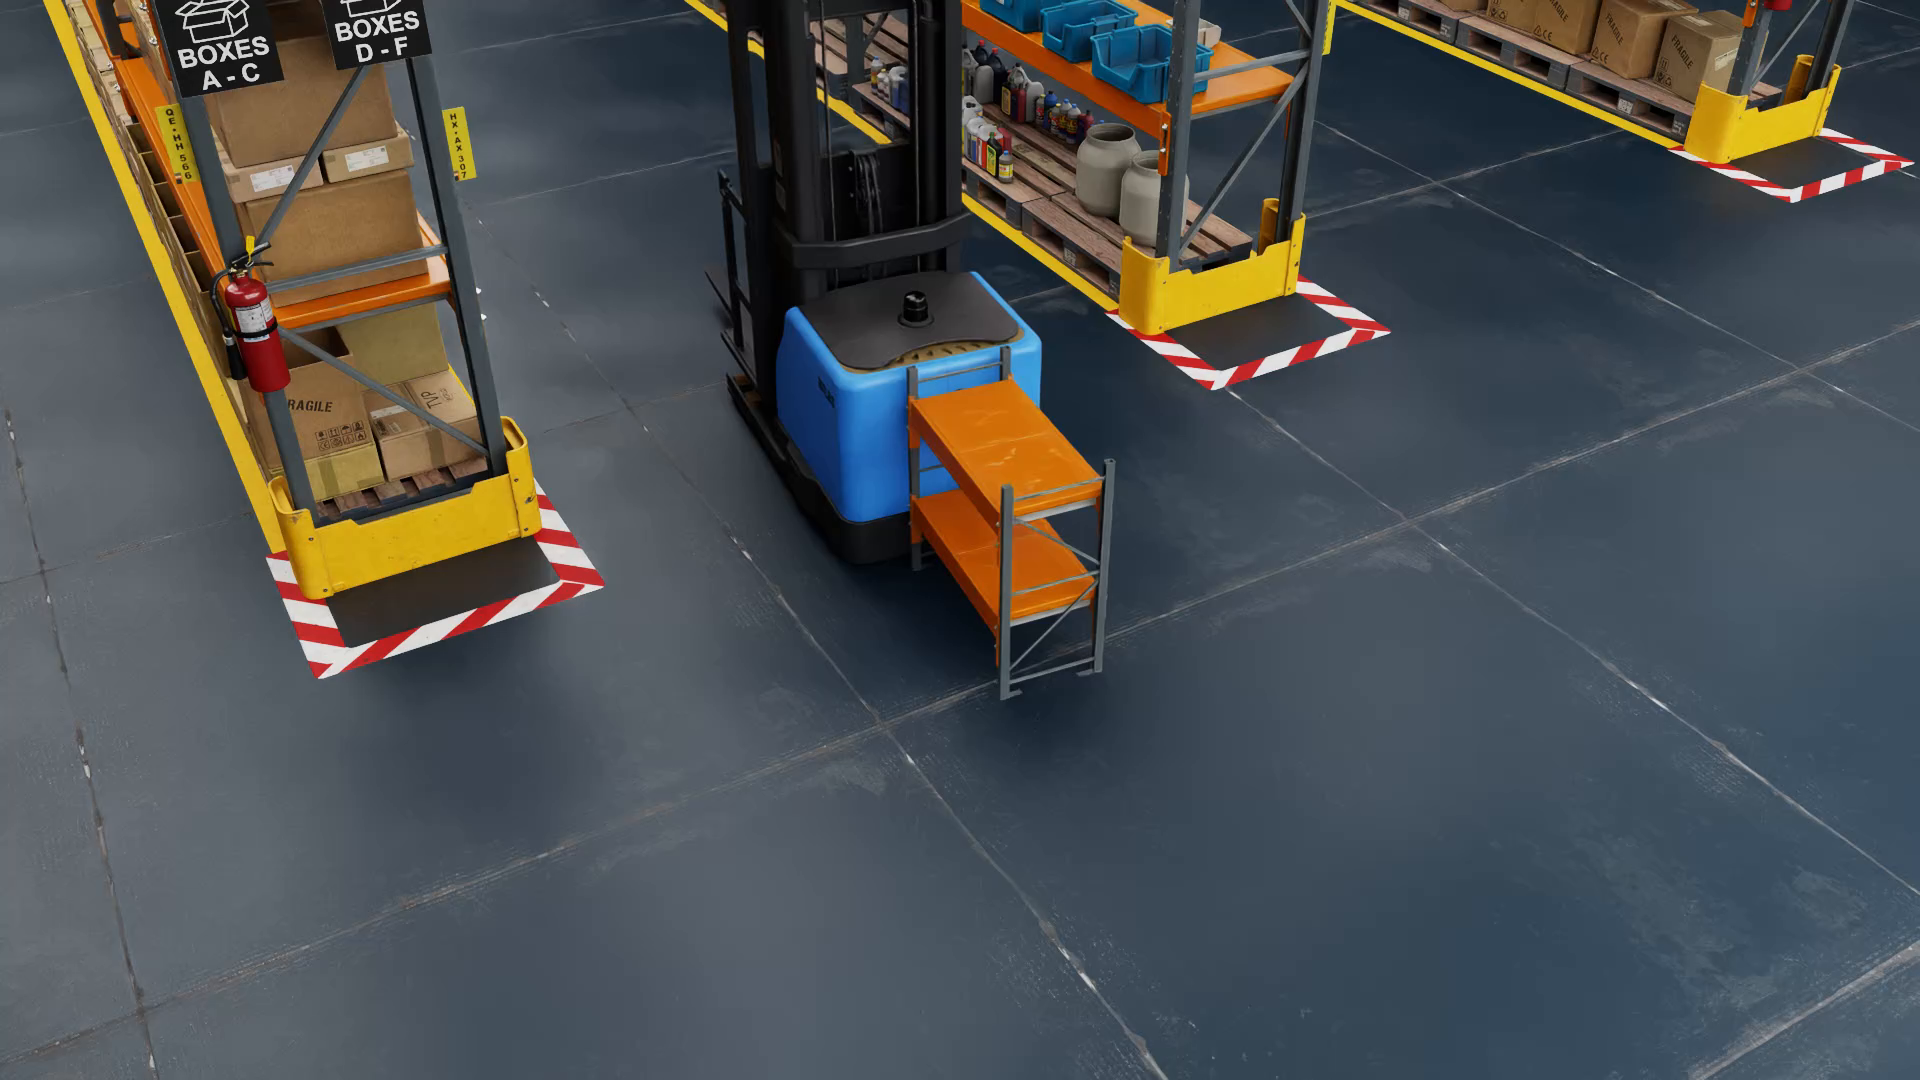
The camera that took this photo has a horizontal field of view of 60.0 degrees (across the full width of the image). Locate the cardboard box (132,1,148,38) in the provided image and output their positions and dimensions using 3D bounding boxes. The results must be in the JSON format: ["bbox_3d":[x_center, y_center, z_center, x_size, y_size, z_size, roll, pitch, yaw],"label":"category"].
[{"bbox_3d":[-4.203,-2.814,8.925,0.380,0.149,0.250,-20,41,-25],"label":"cardboard box"}]

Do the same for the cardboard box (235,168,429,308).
[{"bbox_3d":[-2.899,-1.469,7.633,0.700,0.500,0.500,-19,40,-24],"label":"cardboard box"}]

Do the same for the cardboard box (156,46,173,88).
[{"bbox_3d":[-3.813,-2.418,8.382,0.380,0.149,0.250,-19,40,-25],"label":"cardboard box"}]

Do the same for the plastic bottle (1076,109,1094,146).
[{"bbox_3d":[0.870,-2.871,11.568,0.061,0.283,0.133,-18,40,-23],"label":"plastic bottle"}]

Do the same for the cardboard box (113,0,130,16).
[{"bbox_3d":[-5.285,-3.566,10.704,0.396,0.266,0.258,-20,41,-25],"label":"cardboard box"}]

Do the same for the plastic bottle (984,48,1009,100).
[{"bbox_3d":[0.269,-3.460,12.316,0.144,0.351,0.185,-21,41,-26],"label":"plastic bottle"}]

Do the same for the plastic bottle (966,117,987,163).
[{"bbox_3d":[0.135,-2.744,11.401,0.152,0.276,0.135,-20,41,-25],"label":"plastic bottle"}]

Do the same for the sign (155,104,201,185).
[{"bbox_3d":[-3.151,-1.596,6.710,0.100,0.325,0.005,-19,40,-24],"label":"sign"}]

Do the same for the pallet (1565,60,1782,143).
[{"bbox_3d":[5.476,-3.458,12.805,1.003,0.211,1.213,-19,40,-24],"label":"pallet"}]

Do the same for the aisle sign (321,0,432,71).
[{"bbox_3d":[-2.377,-2.294,6.643,0.394,0.787,0.004,-19,40,-24],"label":"aisle sign"}]

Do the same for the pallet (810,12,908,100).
[{"bbox_3d":[-0.828,-3.955,13.487,1.003,0.211,1.213,-19,40,-24],"label":"pallet"}]

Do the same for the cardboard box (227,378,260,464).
[{"bbox_3d":[-3.462,-0.683,8.618,0.500,0.250,0.500,-19,40,-24],"label":"cardboard box"}]

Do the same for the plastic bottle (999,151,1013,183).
[{"bbox_3d":[0.308,-2.507,11.139,0.097,0.201,0.097,0,36,0],"label":"plastic bottle"}]

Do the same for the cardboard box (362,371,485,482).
[{"bbox_3d":[-2.752,-0.585,8.483,0.500,0.250,0.500,-19,40,-24],"label":"cardboard box"}]

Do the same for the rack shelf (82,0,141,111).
[{"bbox_3d":[-5.690,-3.956,11.733,1.077,0.370,4.000,-19,40,-24],"label":"rack shelf"}]

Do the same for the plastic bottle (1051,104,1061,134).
[{"bbox_3d":[0.696,-2.993,11.805,0.097,0.201,0.097,0,36,0],"label":"plastic bottle"}]

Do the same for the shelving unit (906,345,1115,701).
[{"bbox_3d":[0.198,-0.090,7.419,0.538,1.125,1.048,-14,38,-19],"label":"shelving unit"}]

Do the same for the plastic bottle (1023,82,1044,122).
[{"bbox_3d":[0.510,-3.181,11.998,0.152,0.276,0.135,-18,40,-23],"label":"plastic bottle"}]

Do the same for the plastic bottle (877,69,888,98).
[{"bbox_3d":[-0.568,-3.396,12.356,0.097,0.201,0.097,0,36,0],"label":"plastic bottle"}]

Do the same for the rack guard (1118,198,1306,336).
[{"bbox_3d":[1.531,-1.668,10.110,1.175,0.500,0.348,-19,40,-24],"label":"rack guard"}]

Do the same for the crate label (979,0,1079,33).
[{"bbox_3d":[0.451,-3.525,10.504,0.502,0.435,0.616,-19,40,-24],"label":"crate label"}]

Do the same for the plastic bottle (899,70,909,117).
[{"bbox_3d":[-0.353,-3.266,12.051,0.144,0.351,0.185,-18,40,-23],"label":"plastic bottle"}]

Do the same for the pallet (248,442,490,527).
[{"bbox_3d":[-3.096,-0.438,8.671,1.003,0.211,1.213,-19,40,-24],"label":"pallet"}]

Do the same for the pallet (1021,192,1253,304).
[{"bbox_3d":[1.127,-1.967,10.764,1.003,0.211,1.213,-19,40,-24],"label":"pallet"}]

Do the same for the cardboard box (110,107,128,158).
[{"bbox_3d":[-5.654,-2.931,11.695,0.500,0.250,0.500,-18,40,-23],"label":"cardboard box"}]

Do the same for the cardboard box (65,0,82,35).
[{"bbox_3d":[-6.685,-4.198,12.954,0.500,0.311,0.500,-18,40,-22],"label":"cardboard box"}]

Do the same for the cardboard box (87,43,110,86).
[{"bbox_3d":[-5.901,-3.410,11.875,0.500,0.311,0.500,-19,40,-24],"label":"cardboard box"}]

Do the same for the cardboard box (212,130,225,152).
[{"bbox_3d":[-3.165,-1.761,7.482,0.380,0.149,0.250,-18,40,-23],"label":"cardboard box"}]

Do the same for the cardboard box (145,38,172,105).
[{"bbox_3d":[-4.186,-2.775,9.422,0.700,0.500,0.500,-19,40,-24],"label":"cardboard box"}]

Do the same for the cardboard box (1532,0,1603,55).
[{"bbox_3d":[4.965,-4.223,13.253,0.500,0.500,0.500,-15,39,-20],"label":"cardboard box"}]

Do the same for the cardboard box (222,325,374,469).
[{"bbox_3d":[-3.202,-0.734,8.051,0.500,0.500,0.500,-19,40,-24],"label":"cardboard box"}]

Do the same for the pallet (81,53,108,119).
[{"bbox_3d":[-6.315,-3.709,13.149,1.003,0.211,1.213,-19,40,-24],"label":"pallet"}]

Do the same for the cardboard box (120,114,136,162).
[{"bbox_3d":[-5.136,-2.634,10.813,0.500,0.311,0.500,-19,40,-24],"label":"cardboard box"}]

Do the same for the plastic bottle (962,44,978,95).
[{"bbox_3d":[0.048,-3.515,12.392,0.144,0.351,0.185,-19,40,-24],"label":"plastic bottle"}]

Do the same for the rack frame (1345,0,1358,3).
[{"bbox_3d":[3.882,-6.160,14.141,1.000,3.000,0.127,-19,40,-24],"label":"rack frame"}]

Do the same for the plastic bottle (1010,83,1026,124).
[{"bbox_3d":[0.418,-3.152,11.952,0.061,0.283,0.133,-19,40,-24],"label":"plastic bottle"}]

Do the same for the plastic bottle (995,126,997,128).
[{"bbox_3d":[0.234,-2.761,11.486,0.097,0.201,0.097,0,36,0],"label":"plastic bottle"}]

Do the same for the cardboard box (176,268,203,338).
[{"bbox_3d":[-4.220,-1.446,9.662,0.500,0.250,0.500,-19,40,-24],"label":"cardboard box"}]

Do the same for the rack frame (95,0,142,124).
[{"bbox_3d":[-4.685,-3.227,10.125,1.000,3.000,0.127,-19,40,-24],"label":"rack frame"}]

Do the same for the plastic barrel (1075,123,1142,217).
[{"bbox_3d":[0.961,-2.386,10.727,0.421,0.512,0.421,0,36,0],"label":"plastic barrel"}]

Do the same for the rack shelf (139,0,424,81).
[{"bbox_3d":[-3.680,-3.127,8.056,1.077,0.370,4.000,-19,40,-24],"label":"rack shelf"}]

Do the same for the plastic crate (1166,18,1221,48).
[{"bbox_3d":[1.438,-3.098,10.172,0.298,0.136,0.250,-19,40,-24],"label":"plastic crate"}]

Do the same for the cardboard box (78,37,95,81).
[{"bbox_3d":[-6.432,-3.715,12.769,0.500,0.250,0.500,-20,41,-25],"label":"cardboard box"}]

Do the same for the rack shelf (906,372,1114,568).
[{"bbox_3d":[0.198,-0.326,7.247,0.538,0.278,1.000,-14,38,-19],"label":"rack shelf"}]

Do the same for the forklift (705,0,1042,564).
[{"bbox_3d":[-0.650,-1.931,8.409,1.130,2.935,3.031,-14,38,-19],"label":"forklift"}]

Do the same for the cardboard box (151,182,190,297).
[{"bbox_3d":[-4.220,-1.749,9.441,0.500,0.500,0.500,-19,40,-24],"label":"cardboard box"}]
